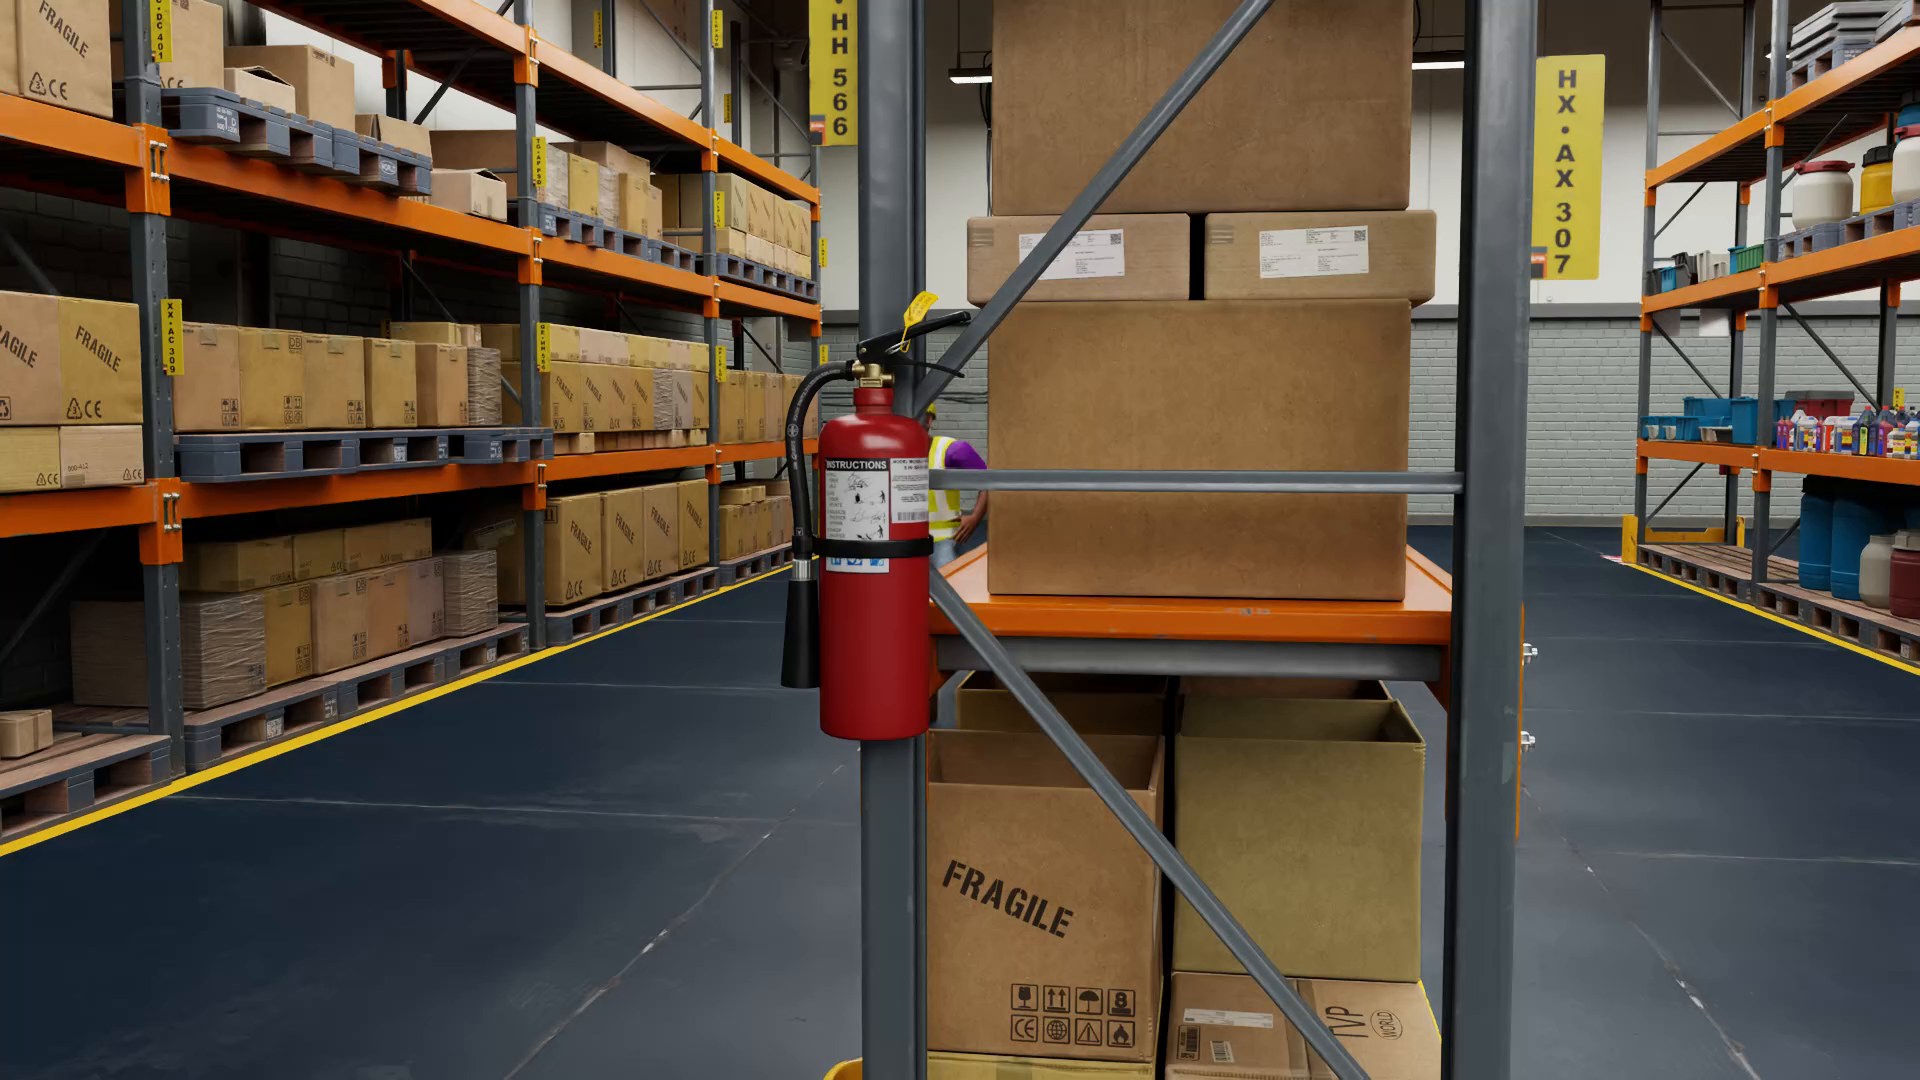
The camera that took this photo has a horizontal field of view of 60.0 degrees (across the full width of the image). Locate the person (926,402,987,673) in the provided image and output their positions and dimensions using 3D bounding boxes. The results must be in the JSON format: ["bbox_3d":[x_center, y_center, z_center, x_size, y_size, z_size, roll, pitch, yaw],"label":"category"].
[{"bbox_3d":[-0.205,0.031,9.296,0.823,1.725,0.548,1,5,11],"label":"person"}]
